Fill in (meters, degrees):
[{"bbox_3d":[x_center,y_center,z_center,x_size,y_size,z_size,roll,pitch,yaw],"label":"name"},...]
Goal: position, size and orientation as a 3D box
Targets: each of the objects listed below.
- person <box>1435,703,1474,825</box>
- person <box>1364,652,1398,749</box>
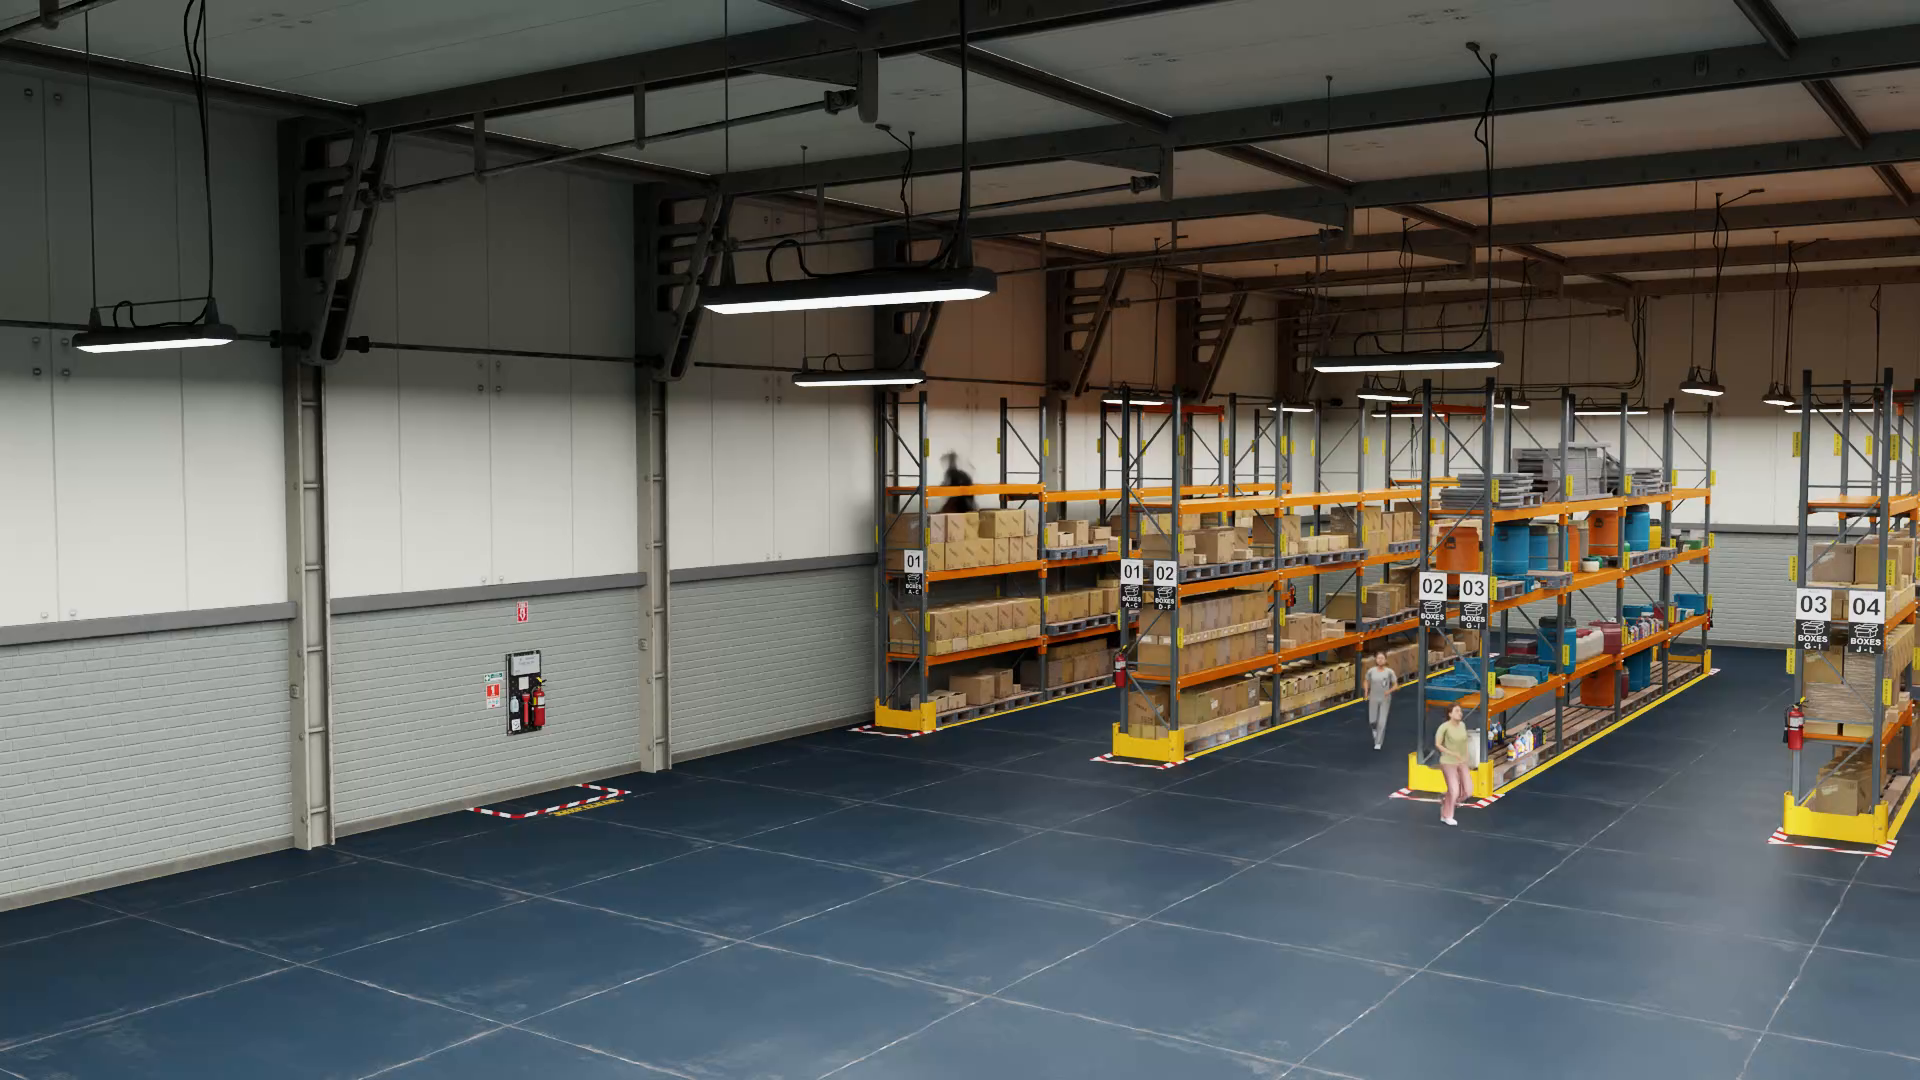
[{"bbox_3d":[6.561,2.960,22.037,0.607,1.627,0.559,-1,3,-25],"label":"person"},{"bbox_3d":[6.977,2.661,27.615,0.564,1.621,0.569,1,3,19],"label":"person"}]
